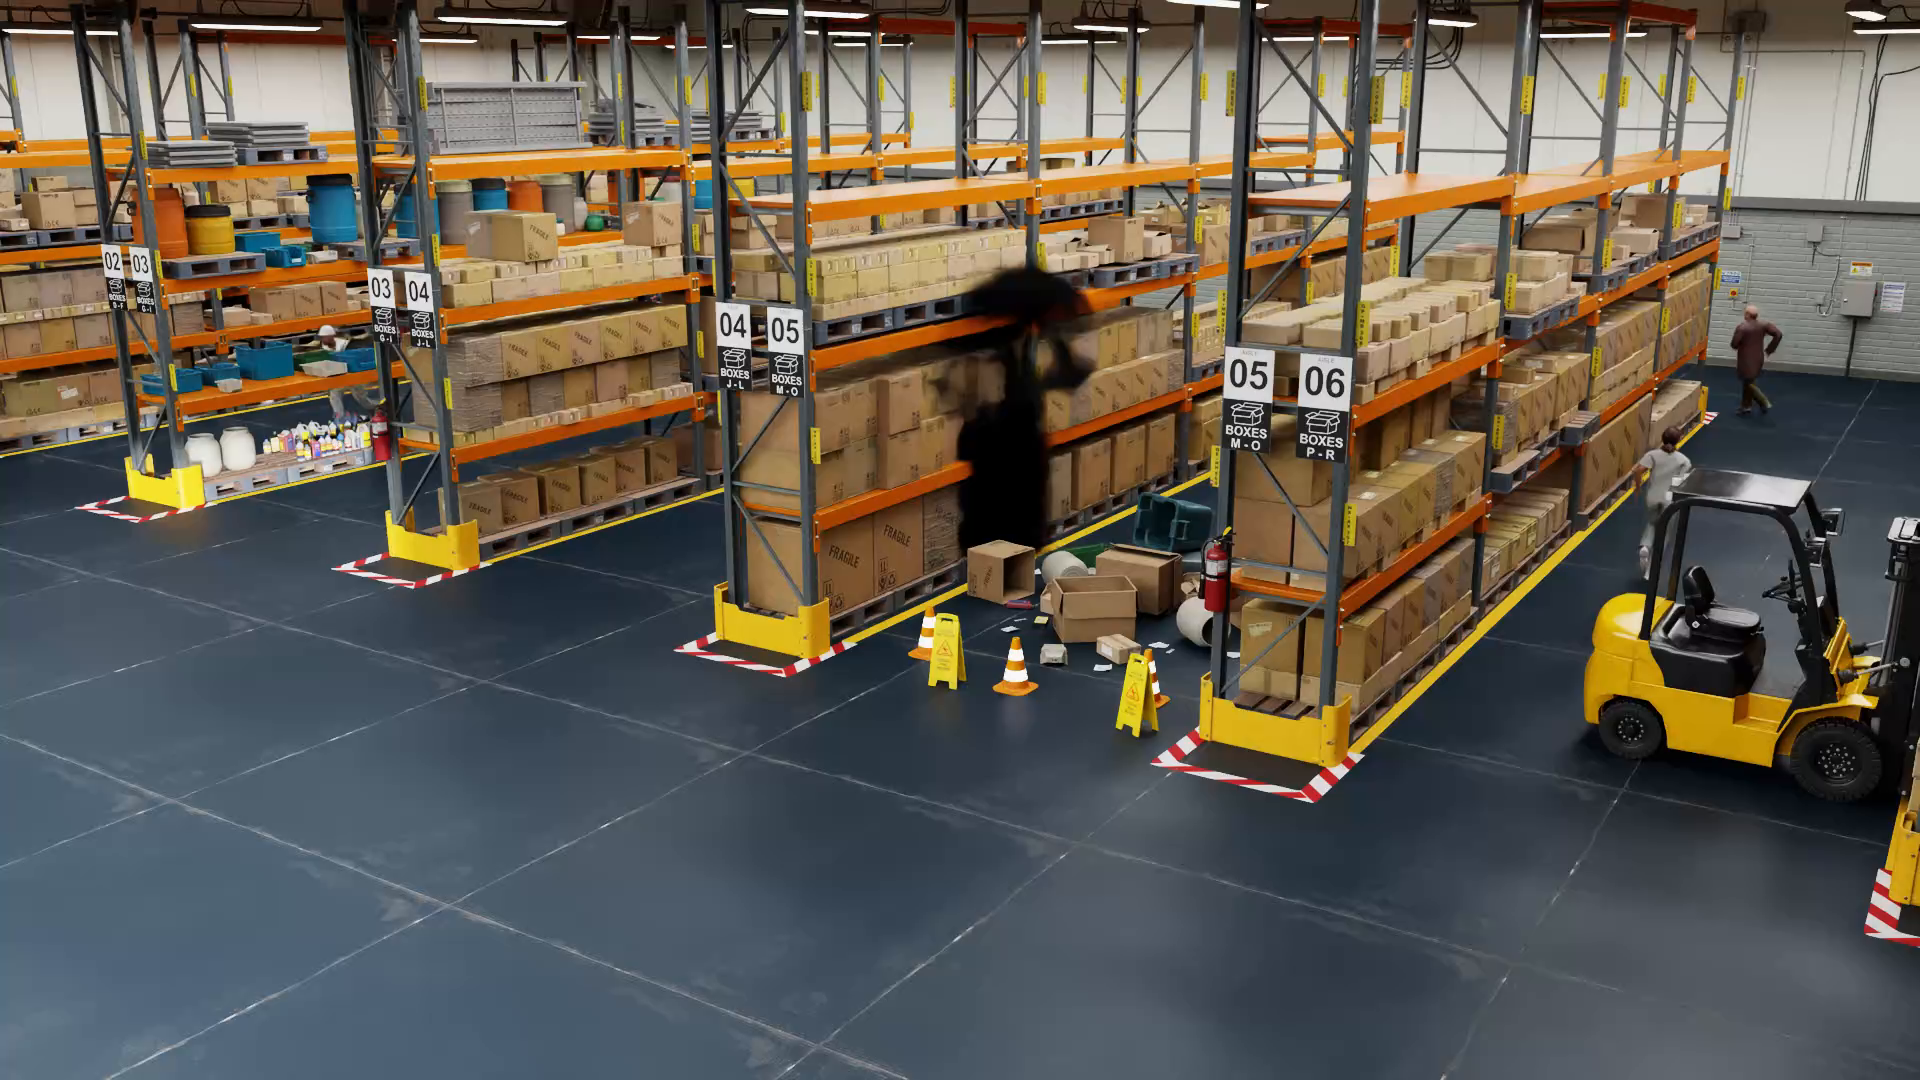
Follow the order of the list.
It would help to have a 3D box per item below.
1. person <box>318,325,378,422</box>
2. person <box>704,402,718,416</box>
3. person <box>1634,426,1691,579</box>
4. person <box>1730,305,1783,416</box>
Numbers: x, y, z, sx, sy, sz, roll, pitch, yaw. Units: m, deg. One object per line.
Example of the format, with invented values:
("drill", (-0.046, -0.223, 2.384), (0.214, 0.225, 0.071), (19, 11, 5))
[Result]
("person", (-9.030, -2.372, 24.689), (0.729, 1.732, 1.054), (9, 18, 30))
("person", (-3.986, -2.750, 25.990), (0.561, 1.668, 0.573), (8, 18, 27))
("person", (7.452, -0.414, 17.677), (0.543, 1.620, 0.636), (9, 18, 30))
("person", (12.307, -2.754, 25.883), (0.737, 1.779, 1.002), (-3, 16, -11))
